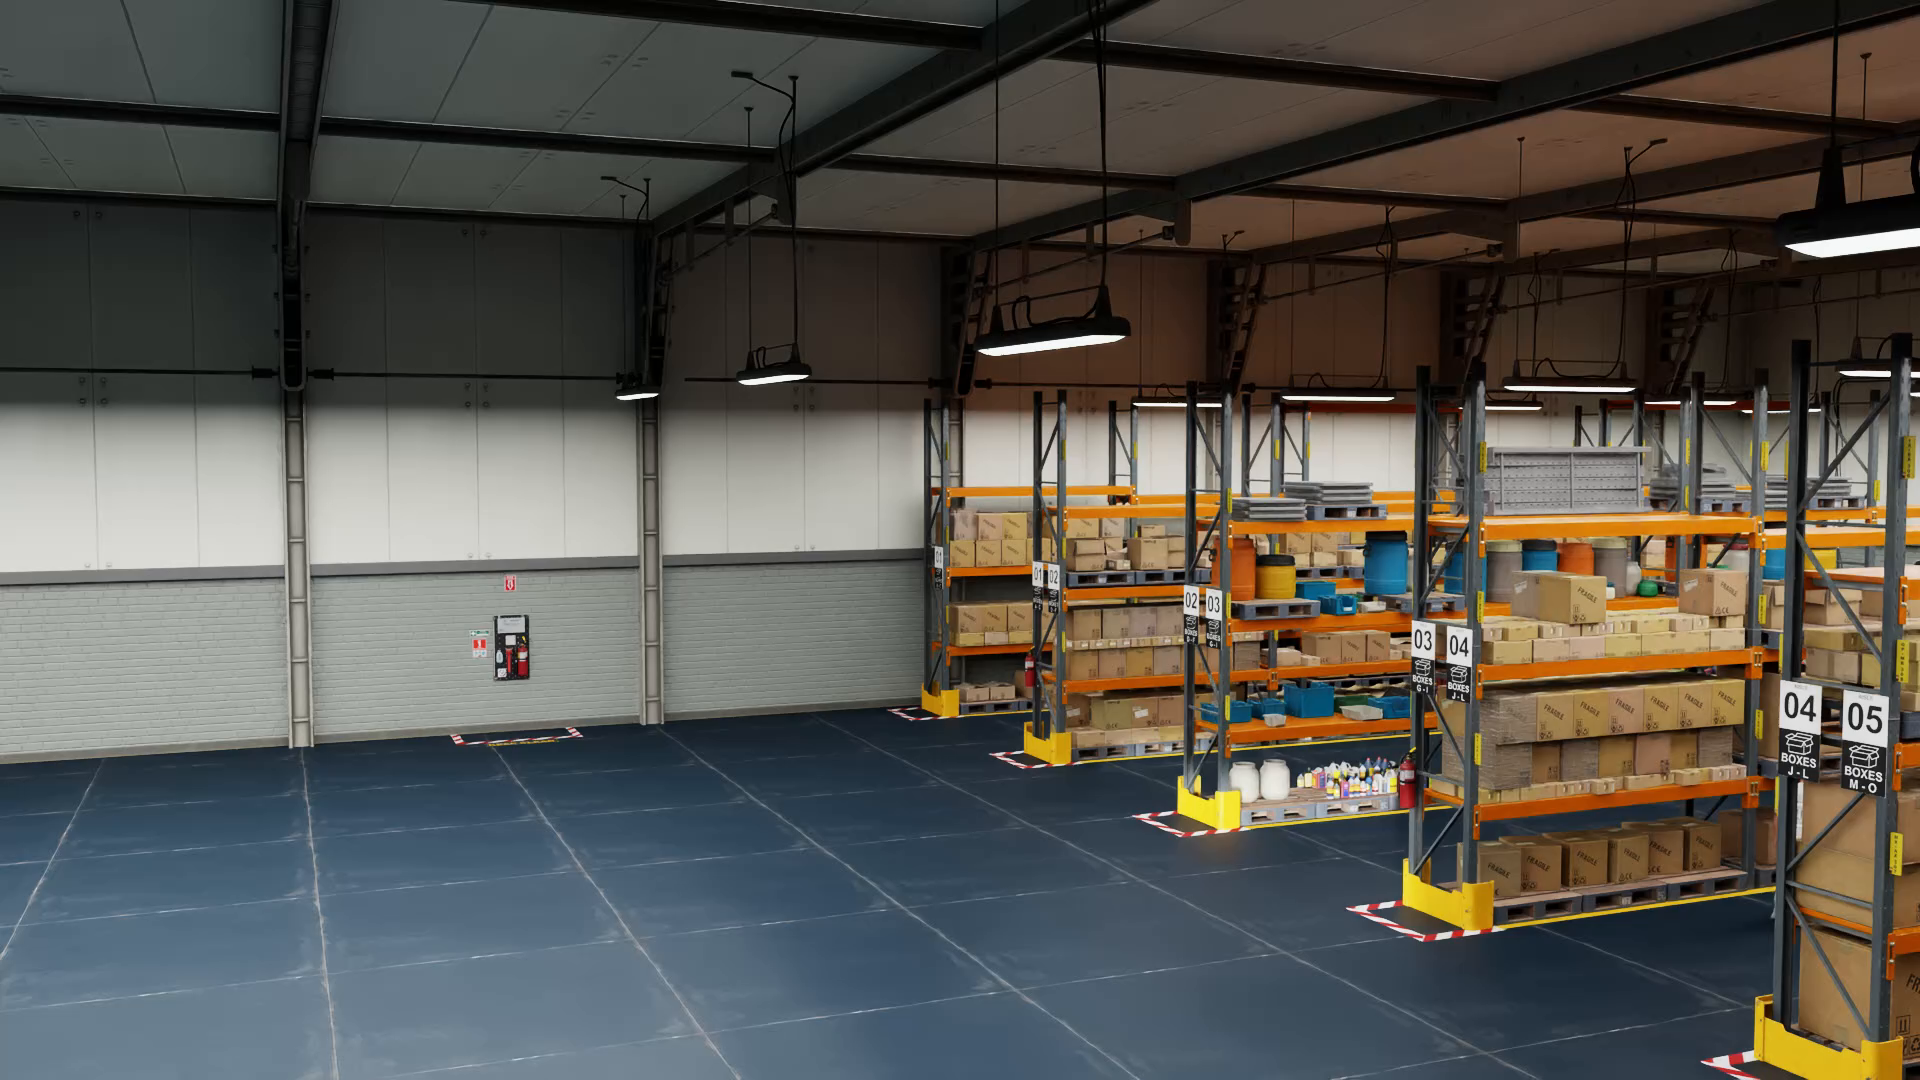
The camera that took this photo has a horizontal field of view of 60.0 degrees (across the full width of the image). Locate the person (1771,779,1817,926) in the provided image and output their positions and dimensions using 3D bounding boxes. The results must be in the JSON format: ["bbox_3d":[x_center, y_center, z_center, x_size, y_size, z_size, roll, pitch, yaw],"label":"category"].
[{"bbox_3d":[9.013,3.256,17.794,0.576,1.802,0.401,3,5,44],"label":"person"}]
